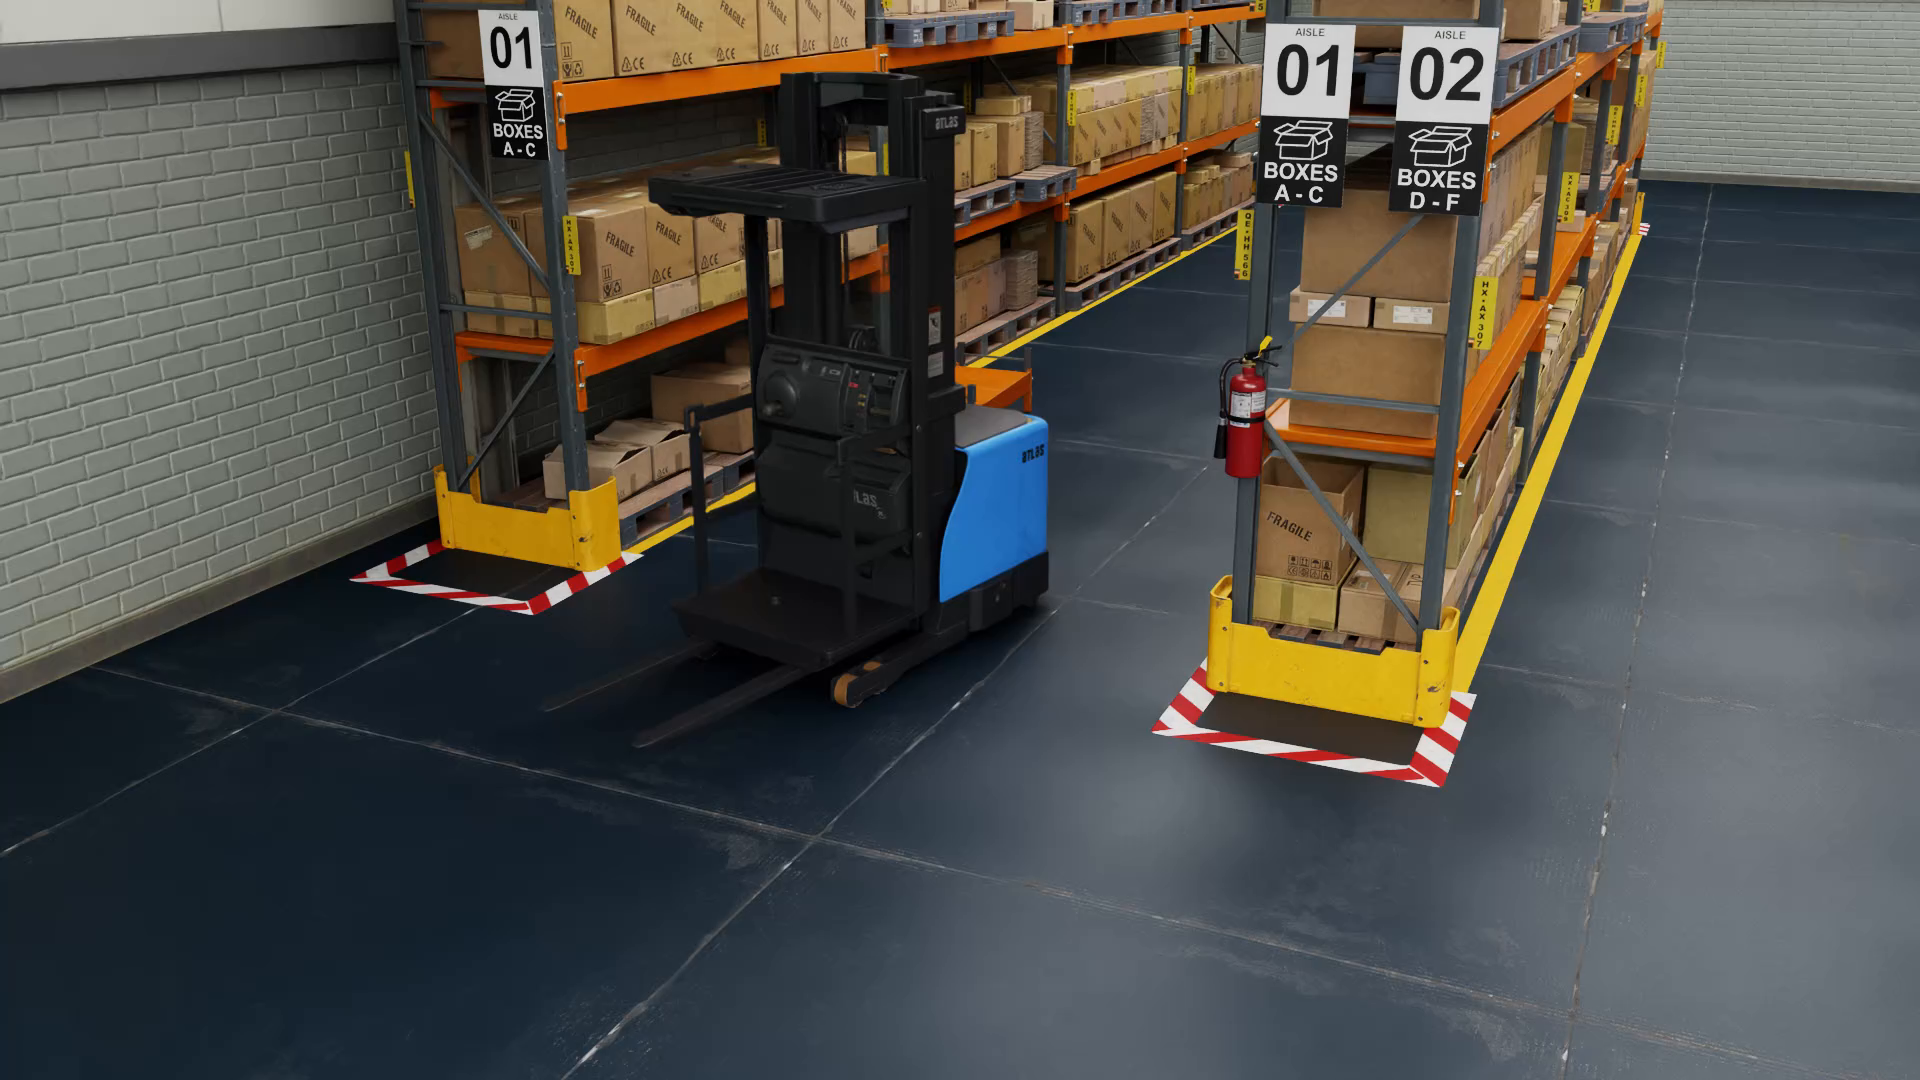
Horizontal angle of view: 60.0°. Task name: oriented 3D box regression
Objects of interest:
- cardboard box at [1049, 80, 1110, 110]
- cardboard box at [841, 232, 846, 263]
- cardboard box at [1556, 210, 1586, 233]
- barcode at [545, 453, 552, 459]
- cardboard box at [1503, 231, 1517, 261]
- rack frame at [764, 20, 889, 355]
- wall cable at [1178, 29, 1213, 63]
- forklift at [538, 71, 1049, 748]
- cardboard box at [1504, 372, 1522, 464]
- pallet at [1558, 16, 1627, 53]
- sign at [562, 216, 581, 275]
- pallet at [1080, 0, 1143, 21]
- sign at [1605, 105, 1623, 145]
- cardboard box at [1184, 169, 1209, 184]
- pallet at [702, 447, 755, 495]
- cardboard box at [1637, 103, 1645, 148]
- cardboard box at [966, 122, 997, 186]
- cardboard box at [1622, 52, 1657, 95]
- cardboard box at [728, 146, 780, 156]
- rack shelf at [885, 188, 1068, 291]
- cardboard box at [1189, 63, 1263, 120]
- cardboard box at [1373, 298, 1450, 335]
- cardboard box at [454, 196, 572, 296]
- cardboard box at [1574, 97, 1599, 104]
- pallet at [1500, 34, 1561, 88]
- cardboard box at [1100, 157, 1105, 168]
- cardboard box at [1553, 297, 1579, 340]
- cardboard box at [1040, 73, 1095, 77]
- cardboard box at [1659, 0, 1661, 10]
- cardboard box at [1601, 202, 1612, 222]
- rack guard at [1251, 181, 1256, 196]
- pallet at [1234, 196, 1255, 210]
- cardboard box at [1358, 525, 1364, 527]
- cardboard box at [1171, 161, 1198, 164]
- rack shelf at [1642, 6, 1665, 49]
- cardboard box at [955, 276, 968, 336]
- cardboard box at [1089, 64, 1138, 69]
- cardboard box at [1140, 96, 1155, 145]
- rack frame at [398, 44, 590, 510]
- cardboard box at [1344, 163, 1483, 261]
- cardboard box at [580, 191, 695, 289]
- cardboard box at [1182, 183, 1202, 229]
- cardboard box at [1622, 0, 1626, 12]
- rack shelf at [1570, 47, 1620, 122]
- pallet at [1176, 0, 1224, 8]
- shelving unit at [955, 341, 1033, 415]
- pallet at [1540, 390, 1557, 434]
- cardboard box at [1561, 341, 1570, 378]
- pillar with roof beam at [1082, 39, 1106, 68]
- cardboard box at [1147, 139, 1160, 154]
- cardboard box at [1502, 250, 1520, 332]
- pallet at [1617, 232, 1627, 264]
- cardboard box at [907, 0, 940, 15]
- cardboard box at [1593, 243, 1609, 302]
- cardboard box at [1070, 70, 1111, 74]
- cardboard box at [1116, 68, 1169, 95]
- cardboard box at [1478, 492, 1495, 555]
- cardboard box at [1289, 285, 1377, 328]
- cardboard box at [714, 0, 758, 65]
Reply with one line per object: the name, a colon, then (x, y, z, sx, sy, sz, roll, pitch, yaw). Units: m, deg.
cardboard box: (1.230, -4.589, 17.155, 0.500, 0.250, 0.500, 8, 21, 22)
cardboard box: (-1.177, -2.150, 12.231, 0.500, 0.250, 0.500, 9, 21, 23)
cardboard box: (4.994, -2.662, 13.852, 0.380, 0.149, 0.250, 9, 21, 23)
barcode: (-2.678, -0.530, 10.826, 0.001, 0.075, 0.075, 9, 21, 23)
cardboard box: (3.035, -1.722, 9.718, 0.380, 0.149, 0.250, 9, 22, 24)
rack frame: (-1.048, -2.549, 13.159, 1.000, 3.000, 0.127, 9, 21, 23)
wall cable: (3.527, -7.217, 24.769, 0.084, 1.984, 1.851, 9, 21, 23)
forklift: (-0.774, -0.741, 8.178, 1.130, 2.935, 3.031, 14, 24, 34)
cardboard box: (3.267, -0.803, 10.607, 0.500, 0.500, 0.500, 9, 21, 23)
pallet: (4.459, -3.855, 12.638, 1.003, 0.211, 1.213, 10, 22, 25)
sign: (-2.191, -1.659, 9.366, 0.100, 0.325, 0.005, 9, 21, 23)
pallet: (1.260, -5.642, 17.663, 1.003, 0.211, 1.213, 10, 22, 25)
sign: (5.618, -3.563, 14.284, 0.100, 0.325, 0.005, 9, 21, 23)
cardboard box: (2.934, -4.614, 21.102, 0.380, 0.149, 0.250, 9, 22, 25)
pallet: (-1.789, -0.650, 11.983, 1.003, 0.211, 1.213, 9, 21, 23)
cardboard box: (7.827, -4.946, 19.752, 0.500, 0.500, 0.500, 8, 21, 22)
cardboard box: (-0.083, -3.497, 15.019, 0.700, 0.500, 0.500, 9, 21, 23)
cardboard box: (8.249, -5.728, 20.458, 0.500, 0.500, 0.500, 9, 22, 24)
cardboard box: (-1.431, -2.726, 12.732, 0.500, 0.500, 0.500, 8, 21, 21)
rack shelf: (-0.229, -2.821, 14.999, 1.077, 0.370, 4.000, 9, 21, 23)
cardboard box: (3.666, -6.201, 22.981, 0.980, 0.700, 0.700, 10, 22, 25)
cardboard box: (2.192, -1.091, 7.941, 0.380, 0.149, 0.250, 8, 21, 22)
cardboard box: (-2.687, -1.791, 10.104, 0.500, 0.500, 0.500, 8, 21, 22)
cardboard box: (6.351, -4.447, 17.719, 0.700, 0.500, 0.500, 2, 20, 4)
pallet: (2.646, -2.606, 8.975, 1.003, 0.211, 1.213, 9, 21, 23)
cardboard box: (1.322, -4.051, 17.729, 0.380, 0.149, 0.250, 9, 21, 24)
cardboard box: (4.914, -1.906, 13.991, 0.500, 0.311, 0.500, 8, 21, 22)
cardboard box: (1.175, -4.966, 18.213, 0.500, 0.250, 0.500, 8, 21, 21)
cardboard box: (8.202, -6.537, 20.119, 0.500, 0.250, 0.500, 9, 21, 23)
cardboard box: (7.513, -3.922, 20.089, 0.797, 0.503, 0.637, 9, 21, 23)
rack guard: (3.876, -5.047, 23.913, 1.175, 0.500, 0.348, 9, 21, 23)
pallet: (3.610, -4.648, 23.224, 1.003, 0.211, 1.213, 9, 21, 23)
cardboard box: (2.182, -0.062, 9.643, 0.500, 0.250, 0.500, 9, 21, 23)
cardboard box: (2.917, -4.916, 21.950, 0.380, 0.149, 0.250, 8, 21, 22)
rack shelf: (7.568, -6.001, 19.465, 1.077, 0.370, 4.000, 9, 21, 23)
cardboard box: (-0.350, -2.121, 15.030, 0.700, 0.500, 0.500, 9, 21, 23)
cardboard box: (1.802, -5.439, 19.545, 0.500, 0.250, 0.500, 9, 22, 24)
cardboard box: (1.855, -4.706, 18.601, 0.500, 0.500, 0.500, 9, 21, 23)
rack frame: (-2.686, -1.326, 9.721, 1.000, 3.000, 0.127, 9, 21, 23)
cardboard box: (2.270, -1.624, 8.474, 0.700, 0.500, 0.500, 8, 21, 21)
cardboard box: (-2.005, -1.872, 10.332, 0.500, 0.500, 0.500, 9, 21, 23)
cardboard box: (2.628, -4.229, 20.987, 0.700, 0.500, 0.500, 9, 21, 23)
cardboard box: (5.680, -5.006, 15.443, 0.910, 0.500, 0.500, 9, 21, 23)
rack shelf: (4.292, -3.556, 12.588, 1.077, 0.370, 4.000, 9, 21, 23)
pallet: (2.572, -6.614, 20.247, 1.003, 0.211, 1.213, 9, 21, 23)
shelving unit: (0.037, -0.555, 10.350, 0.538, 1.125, 1.048, 7, 21, 20)
pallet: (4.237, -1.161, 13.419, 1.003, 0.211, 1.213, 9, 21, 23)
cardboard box: (4.701, -1.490, 13.658, 0.500, 0.250, 0.500, 9, 22, 24)
pillar with roof beam: (5.653, -7.563, 18.305, 9.100, 9.000, 0.400, 9, 21, 23)
cardboard box: (2.064, -4.501, 18.993, 0.380, 0.149, 0.250, 9, 21, 23)
cardboard box: (3.087, -1.619, 10.394, 0.700, 0.500, 0.500, 8, 21, 22)
pallet: (7.529, -3.586, 20.237, 1.003, 0.211, 1.213, 9, 21, 23)
cardboard box: (-0.499, -4.462, 13.569, 0.500, 0.311, 0.500, 9, 22, 24)
cardboard box: (6.186, -2.696, 16.647, 0.500, 0.500, 0.500, 8, 21, 21)
cardboard box: (1.393, -5.125, 18.660, 0.500, 0.250, 0.500, 8, 21, 21)
cardboard box: (2.052, -5.211, 18.904, 0.500, 0.250, 0.500, 9, 21, 24)
cardboard box: (2.873, -0.141, 9.867, 0.500, 0.250, 0.500, 9, 21, 23)
cardboard box: (1.817, -1.143, 8.089, 0.380, 0.149, 0.250, 8, 21, 22)
cardboard box: (-1.660, -3.349, 10.753, 0.500, 0.500, 0.500, 10, 22, 26)
